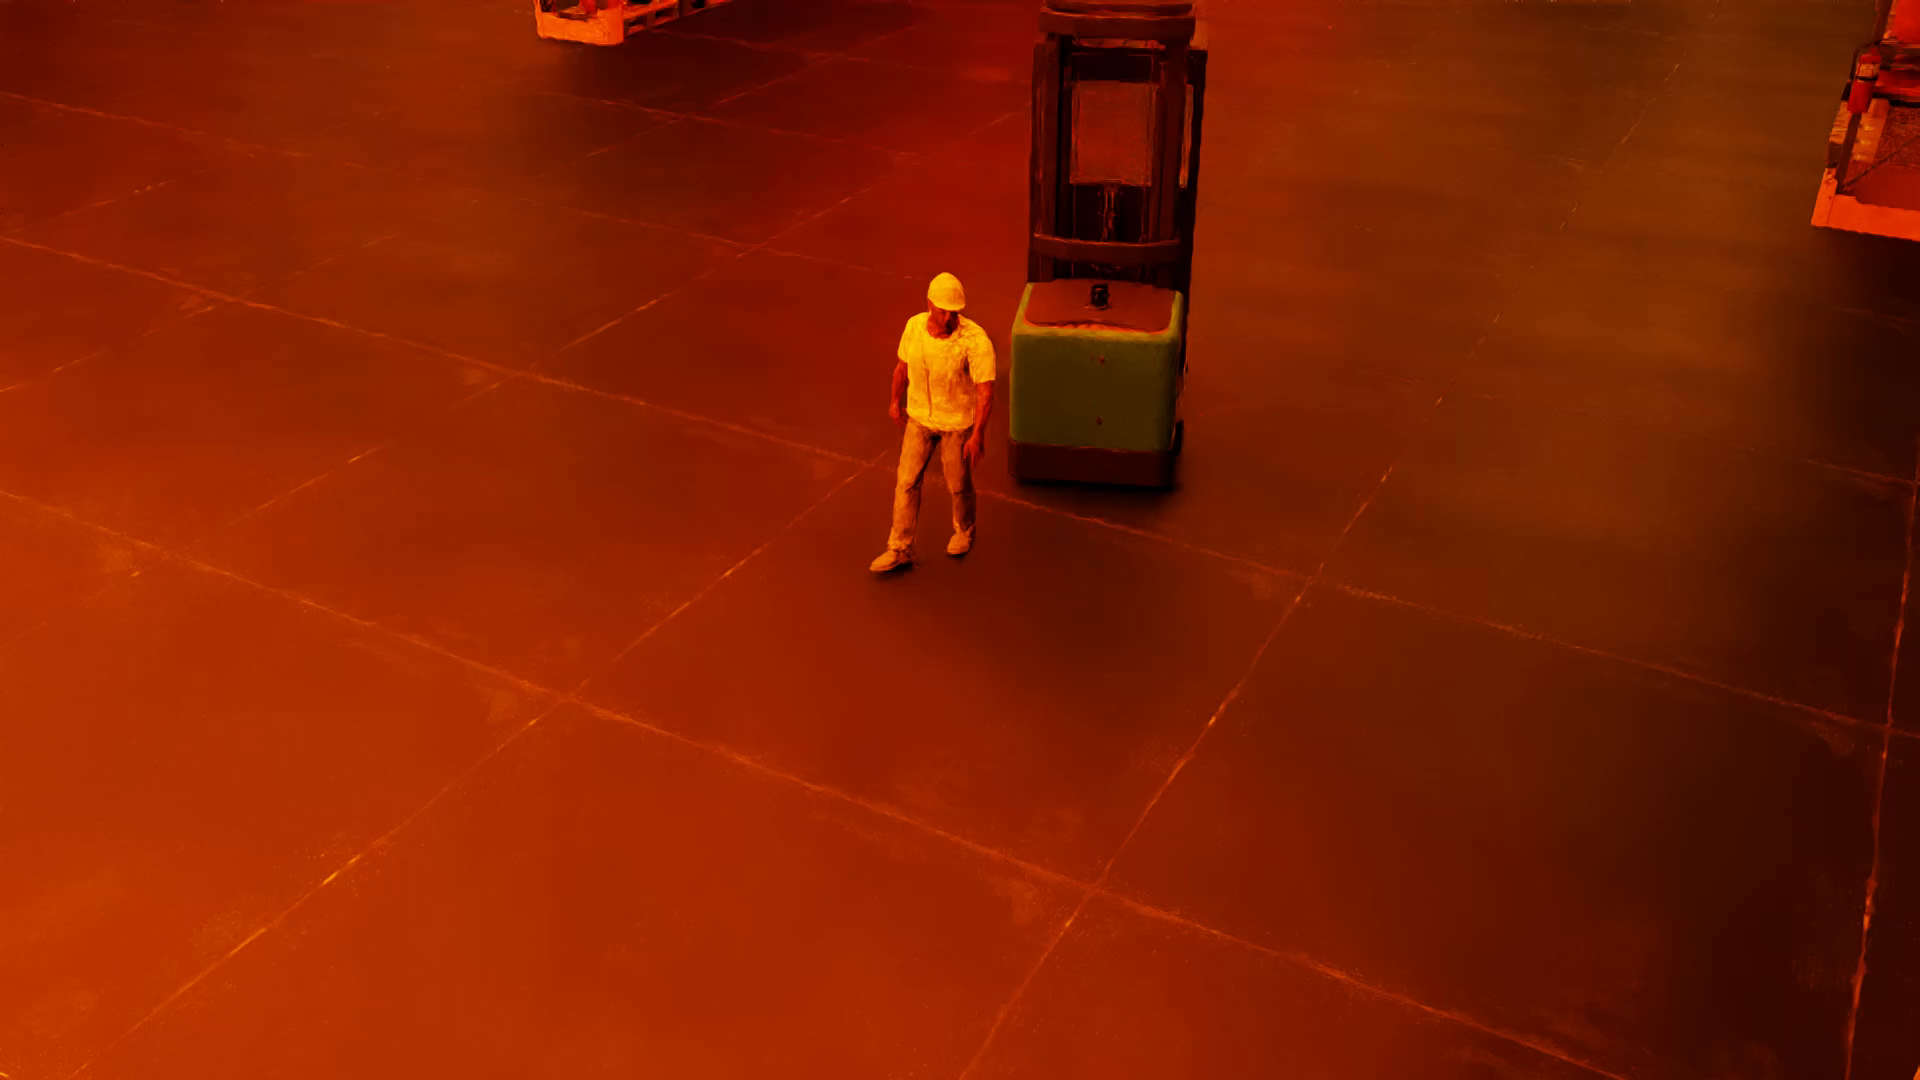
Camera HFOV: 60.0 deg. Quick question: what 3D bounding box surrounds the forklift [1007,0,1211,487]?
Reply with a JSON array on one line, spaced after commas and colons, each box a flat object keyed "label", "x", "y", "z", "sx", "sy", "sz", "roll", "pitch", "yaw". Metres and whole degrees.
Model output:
[{"label": "forklift", "x": 1.037, "y": -2.323, "z": 11.096, "sx": 1.130, "sy": 2.935, "sz": 3.031, "roll": 4, "pitch": 30, "yaw": 8}]

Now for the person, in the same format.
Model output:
[{"label": "person", "x": -0.162, "y": -0.645, "z": 9.387, "sx": 0.725, "sy": 1.742, "sz": 0.762, "roll": 14, "pitch": 33, "yaw": 22}]
